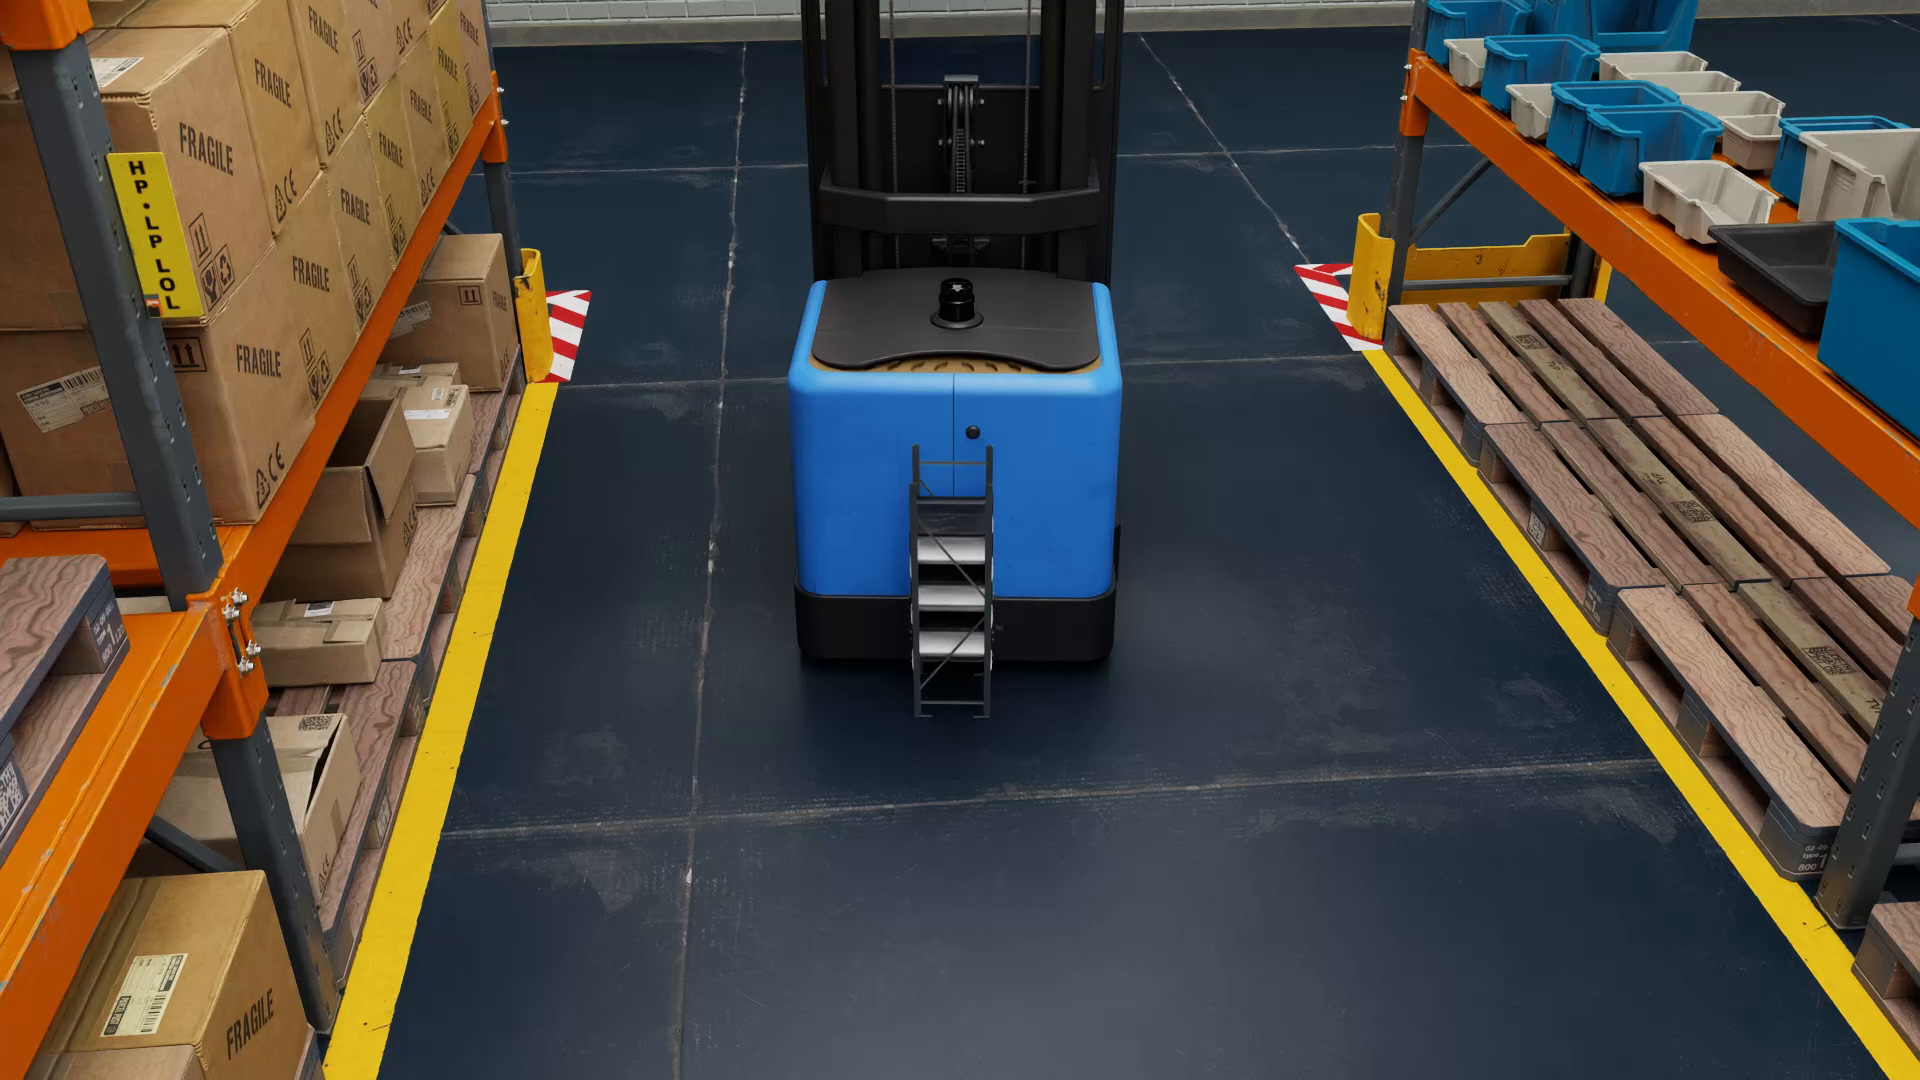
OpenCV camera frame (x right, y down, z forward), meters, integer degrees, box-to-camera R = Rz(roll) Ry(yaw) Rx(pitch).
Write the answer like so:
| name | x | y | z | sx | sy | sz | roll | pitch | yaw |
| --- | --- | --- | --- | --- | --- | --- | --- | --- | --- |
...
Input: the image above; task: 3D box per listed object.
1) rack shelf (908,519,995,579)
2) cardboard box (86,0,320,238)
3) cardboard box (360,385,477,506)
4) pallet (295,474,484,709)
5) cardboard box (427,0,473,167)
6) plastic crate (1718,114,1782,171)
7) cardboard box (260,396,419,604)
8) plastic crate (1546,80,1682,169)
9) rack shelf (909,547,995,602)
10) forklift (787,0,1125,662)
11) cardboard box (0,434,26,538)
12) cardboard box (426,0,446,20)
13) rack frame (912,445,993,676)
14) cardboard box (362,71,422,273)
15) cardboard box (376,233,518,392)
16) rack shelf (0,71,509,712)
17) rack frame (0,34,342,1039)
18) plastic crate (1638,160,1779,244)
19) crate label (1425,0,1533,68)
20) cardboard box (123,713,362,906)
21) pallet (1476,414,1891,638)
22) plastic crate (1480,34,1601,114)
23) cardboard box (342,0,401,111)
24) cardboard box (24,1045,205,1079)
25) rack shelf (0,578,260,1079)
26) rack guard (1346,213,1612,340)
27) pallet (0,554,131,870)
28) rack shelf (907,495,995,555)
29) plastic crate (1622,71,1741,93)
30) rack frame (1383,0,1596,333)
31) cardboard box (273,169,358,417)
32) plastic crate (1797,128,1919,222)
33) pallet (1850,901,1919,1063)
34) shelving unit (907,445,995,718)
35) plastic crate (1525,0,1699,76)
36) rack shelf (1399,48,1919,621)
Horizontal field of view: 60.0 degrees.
| name | x | y | z | sx | sy | sz | roll | pitch | yaw |
| --- | --- | --- | --- | --- | --- | --- | --- | --- | --- |
| rack shelf | -0.023 | 0.024 | 5.031 | 0.258 | 0.077 | 0.200 | 1 | 36 | 1 |
| cardboard box | -1.892 | -1.040 | 3.993 | 0.500 | 0.500 | 0.500 | -4 | 31 | -6 |
| cardboard box | -2.098 | -0.348 | 6.160 | 0.500 | 0.250 | 0.500 | -3 | 31 | -5 |
| pallet | -2.259 | 0.172 | 5.756 | 1.003 | 0.211 | 1.213 | -3 | 31 | -5 |
| cardboard box | -2.088 | -1.655 | 5.998 | 0.500 | 0.500 | 0.500 | -2 | 31 | -4 |
| plastic crate | 2.845 | -1.393 | 5.855 | 0.298 | 0.136 | 0.250 | -3 | 31 | -5 |
| cardboard box | -2.260 | -0.126 | 5.541 | 0.797 | 0.503 | 0.637 | -3 | 31 | -5 |
| plastic crate | 2.298 | -1.467 | 5.886 | 0.416 | 0.233 | 0.300 | -3 | 31 | -5 |
| rack shelf | -0.023 | 0.097 | 5.085 | 0.258 | 0.077 | 0.200 | 1 | 36 | 1 |
| forklift | 0.014 | -1.579 | 6.035 | 1.130 | 2.935 | 3.031 | 1 | 31 | 1 |
| cardboard box | -2.381 | -0.336 | 3.790 | 0.500 | 0.500 | 0.500 | -2 | 31 | -4 |
| cardboard box | -2.089 | -2.092 | 5.755 | 0.500 | 0.500 | 0.500 | -2 | 31 | -3 |
| rack frame | -0.021 | 0.082 | 5.200 | 0.240 | 0.900 | 0.006 | 1 | 36 | 1 |
| cardboard box | -2.000 | -1.143 | 5.140 | 0.500 | 0.500 | 0.500 | -3 | 31 | -5 |
| cardboard box | -2.157 | -0.942 | 6.911 | 0.500 | 0.500 | 0.500 | -3 | 31 | -5 |
| rack shelf | -2.266 | -0.762 | 5.303 | 1.077 | 0.370 | 4.000 | -3 | 31 | -5 |
| rack frame | -2.079 | -0.050 | 3.409 | 1.000 | 3.000 | 0.127 | -3 | 31 | -5 |
| plastic crate | 2.391 | -1.073 | 5.319 | 0.293 | 0.136 | 0.466 | -3 | 31 | -5 |
| crate label | 2.175 | -2.140 | 7.012 | 0.416 | 0.233 | 0.303 | -3 | 31 | -5 |
| cardboard box | -1.903 | 0.691 | 4.361 | 0.500 | 0.311 | 0.500 | -3 | 31 | -5 |
| pallet | 2.629 | -0.086 | 6.188 | 1.003 | 0.211 | 1.213 | -3 | 31 | -5 |
| plastic crate | 2.236 | -1.804 | 6.449 | 0.416 | 0.233 | 0.300 | -3 | 31 | -5 |
| cardboard box | -1.988 | -1.566 | 4.874 | 0.500 | 0.500 | 0.500 | -2 | 31 | -3 |
| cardboard box | -1.710 | 1.325 | 3.115 | 0.500 | 0.500 | 0.500 | -3 | 31 | -4 |
| rack shelf | -1.892 | 1.280 | 1.884 | 1.077 | 0.370 | 4.000 | -3 | 31 | -5 |
| rack guard | 2.464 | -1.266 | 7.882 | 1.175 | 0.500 | 0.348 | -3 | 31 | -5 |
| pallet | -2.113 | 0.446 | 2.766 | 1.003 | 0.211 | 1.213 | -3 | 31 | -5 |
| rack shelf | -0.024 | -0.048 | 4.978 | 0.258 | 0.077 | 0.200 | 1 | 36 | 1 |
| plastic crate | 2.748 | -1.684 | 6.343 | 0.396 | 0.136 | 0.243 | -3 | 31 | -5 |
| rack frame | 2.479 | -2.328 | 7.222 | 1.000 | 3.000 | 0.127 | -3 | 31 | -5 |
| cardboard box | -1.906 | -0.627 | 4.278 | 0.500 | 0.500 | 0.500 | -2 | 31 | -4 |
| plastic crate | 2.894 | -1.049 | 5.138 | 0.437 | 0.282 | 0.530 | -3 | 31 | -5 |
| pallet | 2.884 | 1.308 | 3.855 | 1.003 | 0.211 | 1.213 | -3 | 31 | -5 |
| shelving unit | -0.023 | 0.142 | 5.118 | 0.258 | 0.900 | 0.210 | 1 | 36 | 1 |
| plastic crate | 2.697 | -2.207 | 6.926 | 0.616 | 0.435 | 0.499 | -3 | 31 | -5 |
| rack shelf | 2.666 | -0.998 | 5.697 | 1.077 | 0.370 | 4.000 | -3 | 31 | -5 |
